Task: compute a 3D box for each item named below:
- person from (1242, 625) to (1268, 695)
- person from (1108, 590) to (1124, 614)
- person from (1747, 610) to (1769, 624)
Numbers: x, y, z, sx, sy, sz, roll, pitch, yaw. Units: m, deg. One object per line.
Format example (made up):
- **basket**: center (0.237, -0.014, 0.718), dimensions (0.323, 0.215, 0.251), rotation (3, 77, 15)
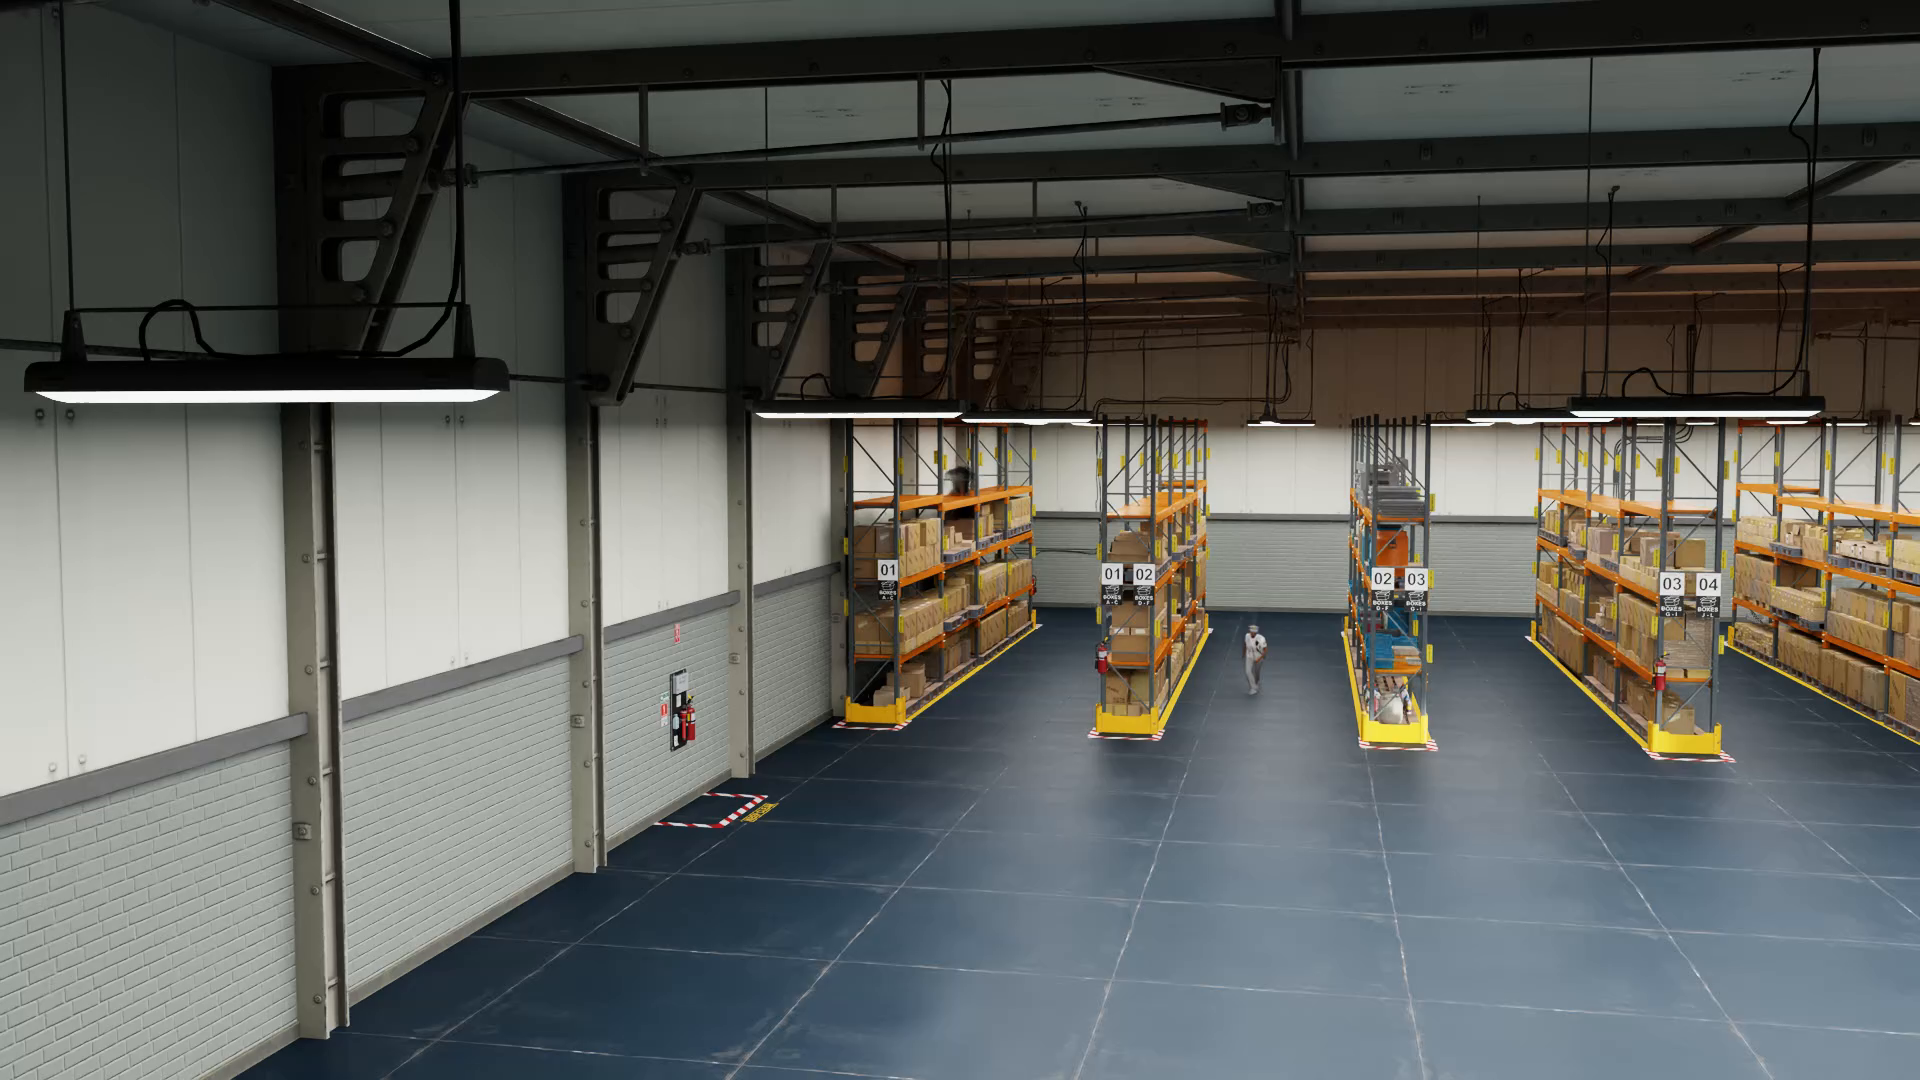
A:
- **person**: center (6.418, 2.555, 36.082), dimensions (0.580, 1.501, 1.047), rotation (1, 4, 21)
- **person**: center (4.944, 1.590, 50.353), dimensions (0.995, 1.626, 0.607), rotation (2, 4, 26)
- **person**: center (21.830, 1.863, 45.272), dimensions (0.882, 1.705, 0.643), rotation (0, 4, -5)
